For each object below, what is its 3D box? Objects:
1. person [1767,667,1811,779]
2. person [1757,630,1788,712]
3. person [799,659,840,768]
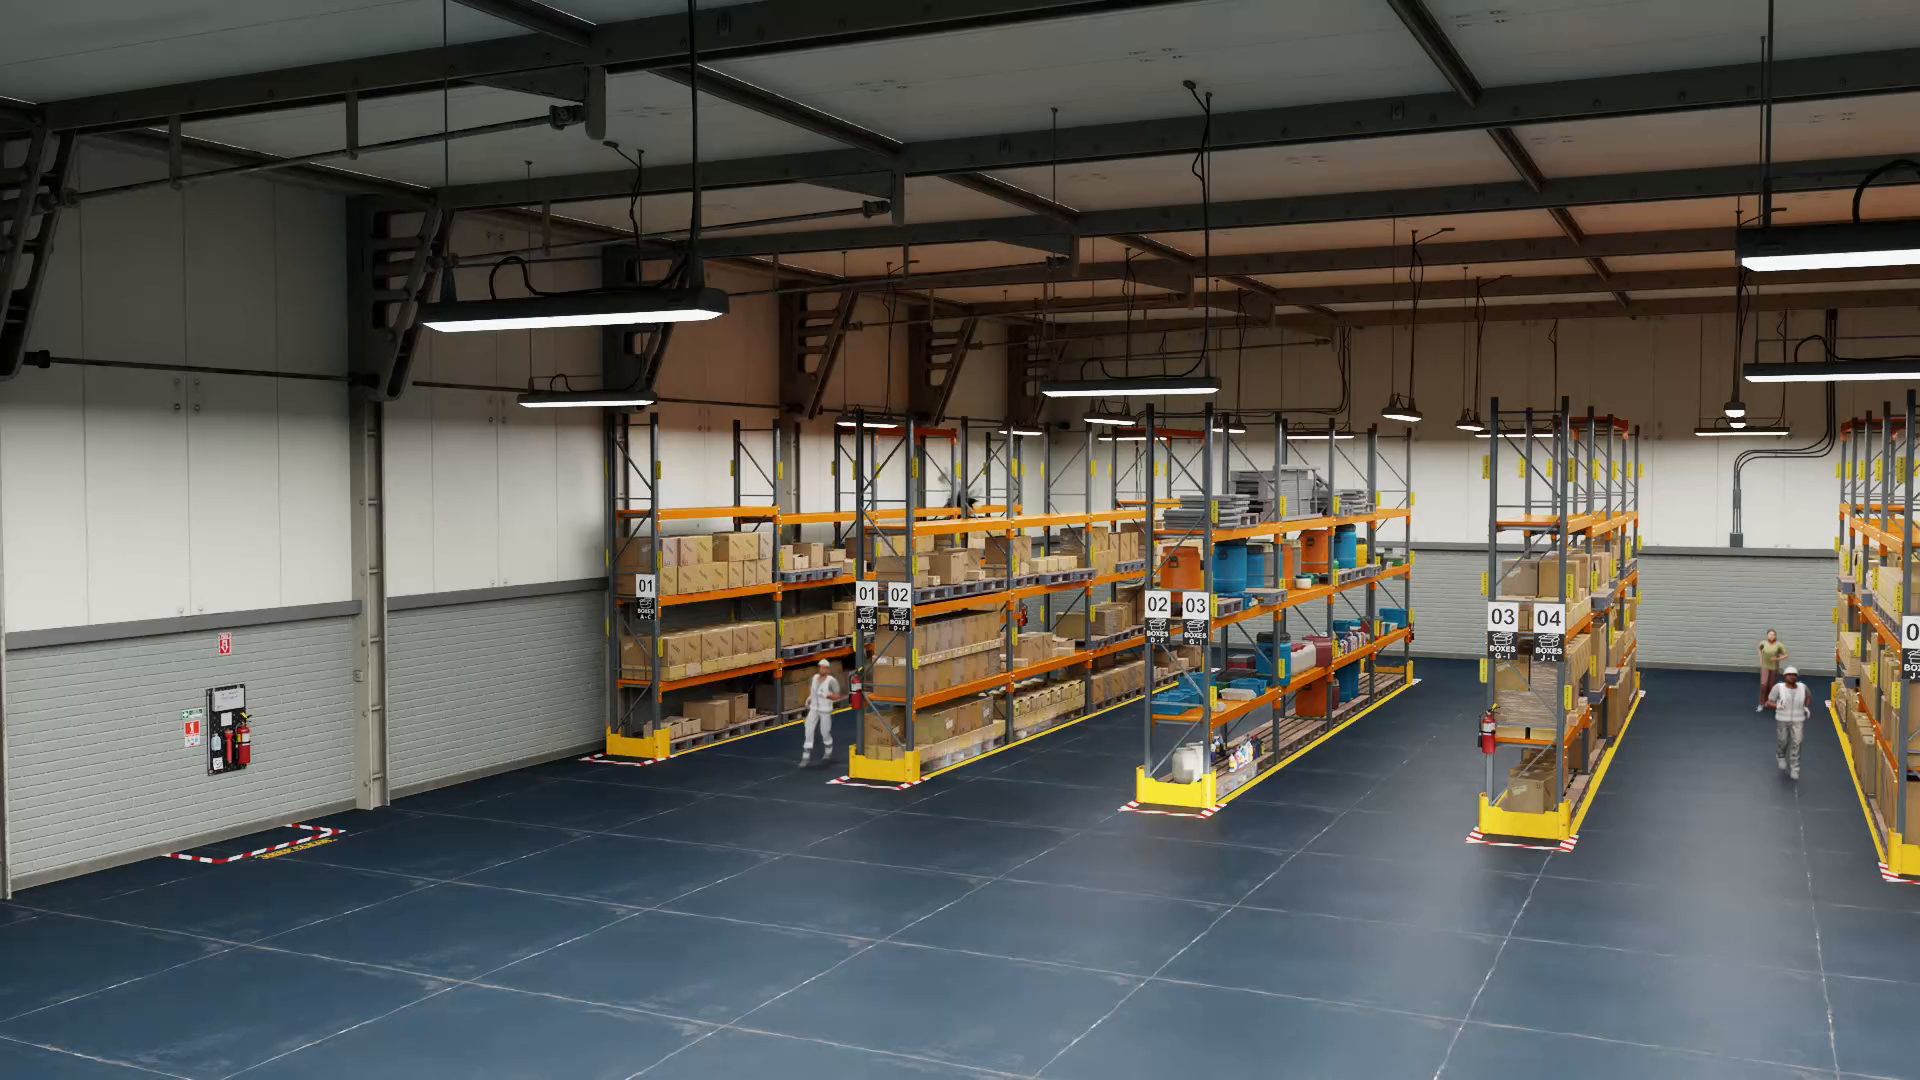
[{"bbox_3d":[13.494,2.940,27.037,0.688,1.764,1.013,1,3,18],"label":"person"},{"bbox_3d":[16.932,2.715,34.653,0.574,1.716,0.782,1,3,29],"label":"person"},{"bbox_3d":[-2.328,2.891,28.037,0.657,1.769,0.988,1,3,18],"label":"person"}]
